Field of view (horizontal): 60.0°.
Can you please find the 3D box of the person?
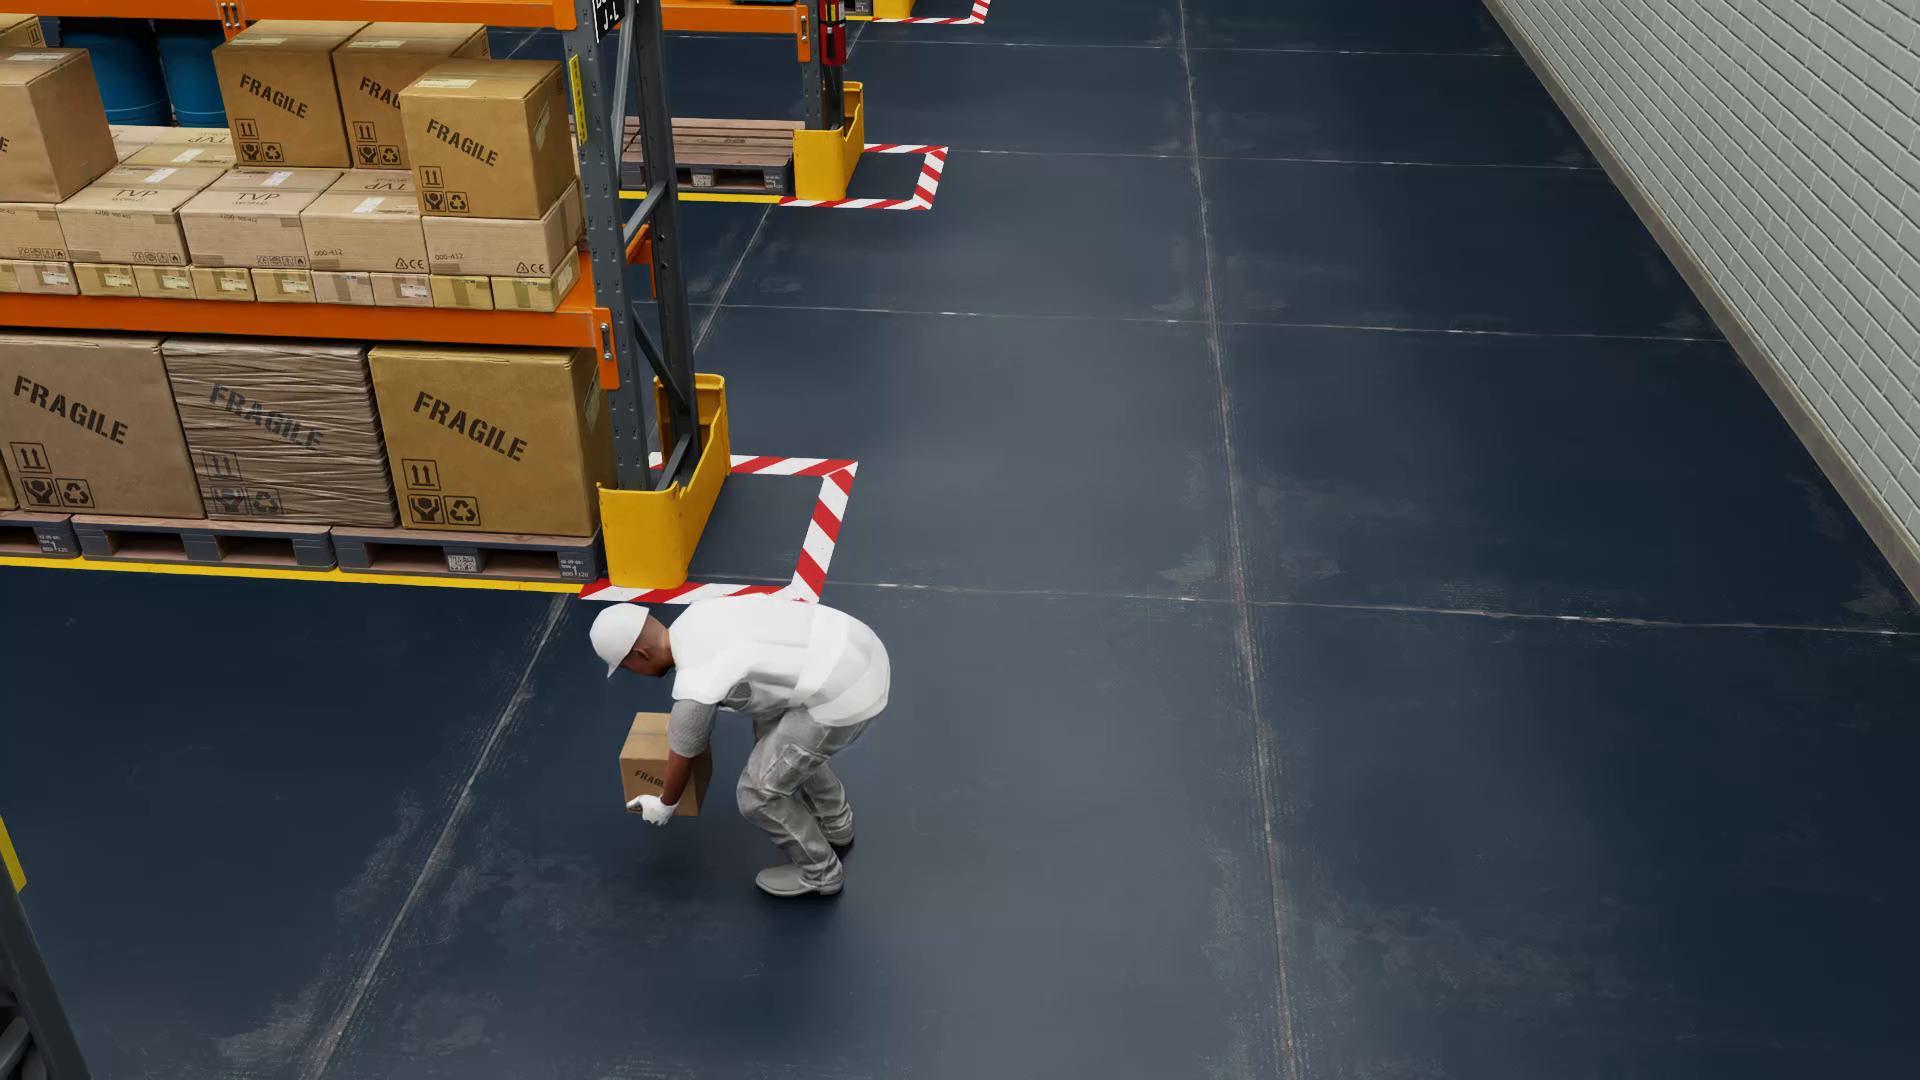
[{"bbox_3d":[-0.722,0.687,5.668,0.978,1.083,0.521,1,32,2],"label":"person"}]
